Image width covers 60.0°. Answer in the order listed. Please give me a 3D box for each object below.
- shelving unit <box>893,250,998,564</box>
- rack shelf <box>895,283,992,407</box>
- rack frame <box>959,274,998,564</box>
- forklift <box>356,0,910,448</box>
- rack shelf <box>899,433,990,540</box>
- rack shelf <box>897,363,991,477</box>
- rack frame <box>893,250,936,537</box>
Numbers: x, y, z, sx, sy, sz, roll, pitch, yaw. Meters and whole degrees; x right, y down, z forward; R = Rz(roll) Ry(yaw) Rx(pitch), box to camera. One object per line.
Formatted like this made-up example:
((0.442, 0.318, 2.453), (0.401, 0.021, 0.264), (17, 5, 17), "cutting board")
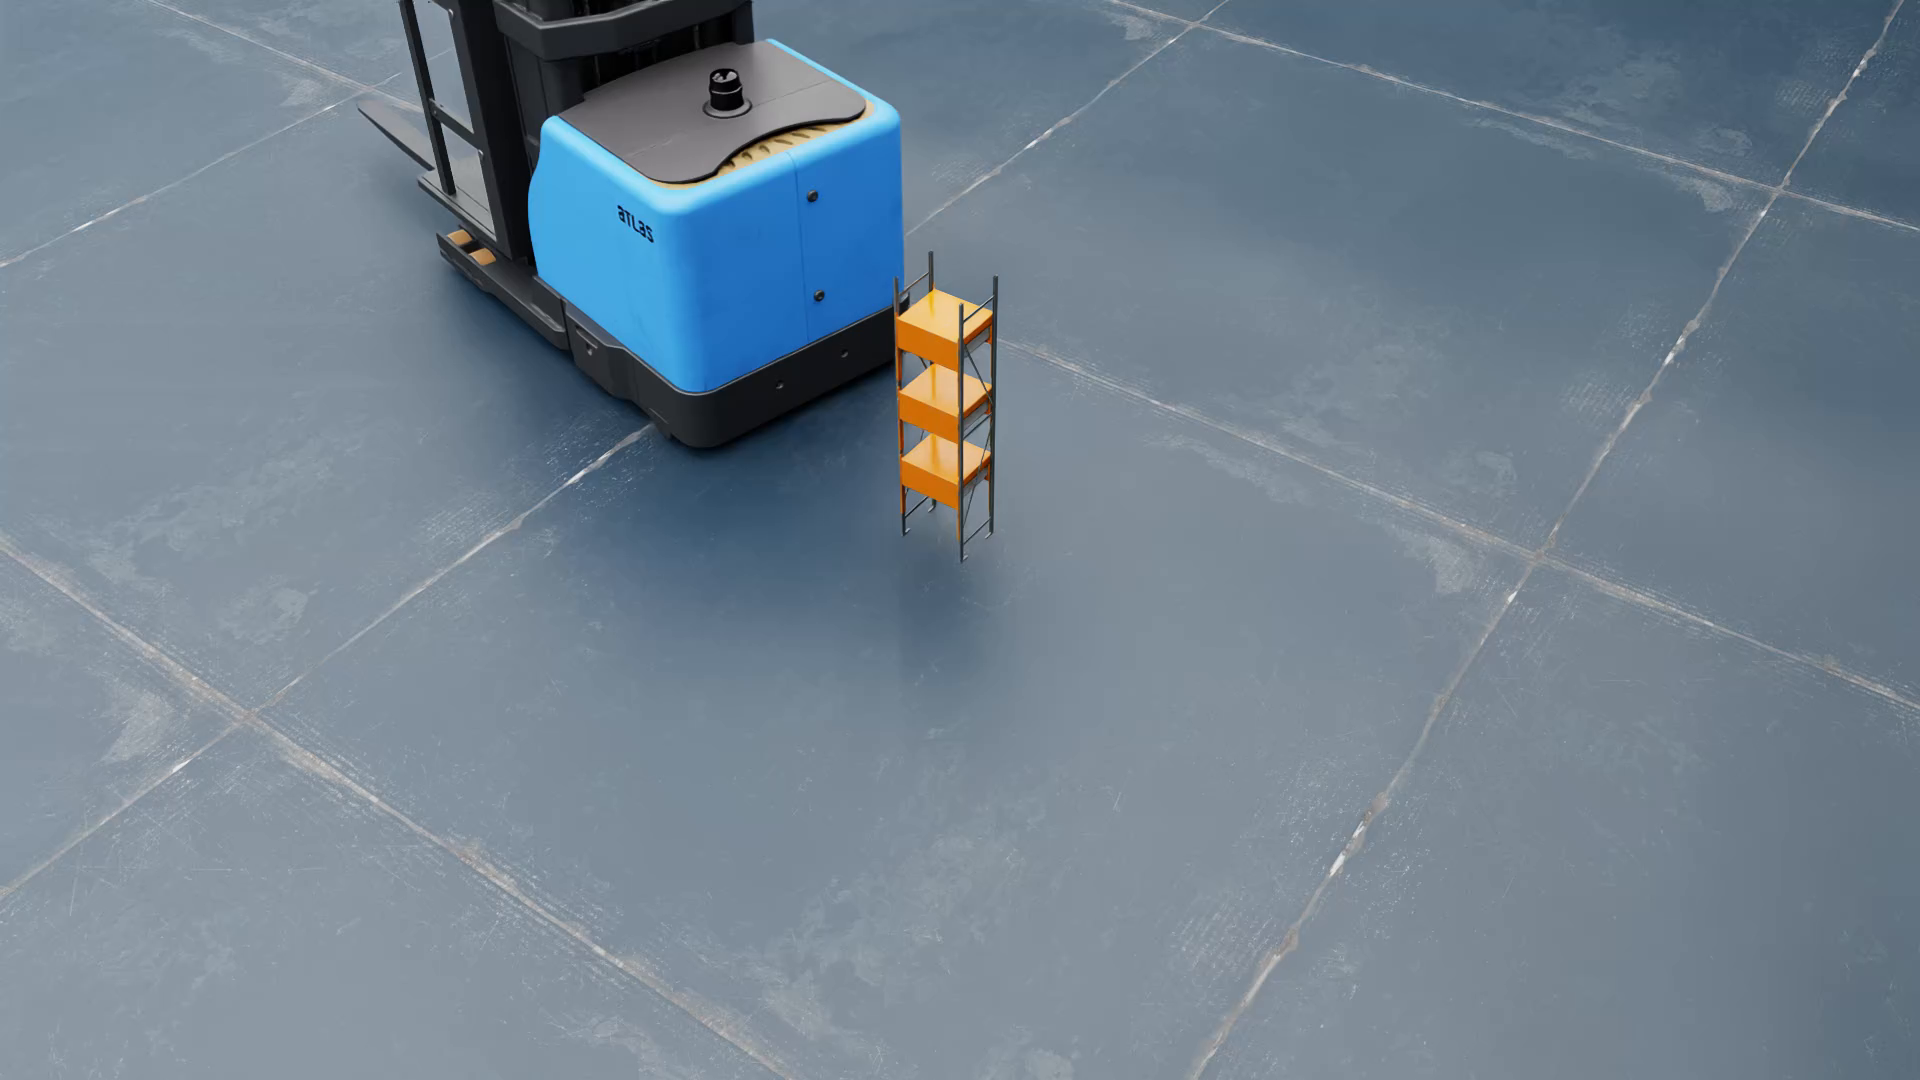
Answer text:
((-0.044, -0.412, 5.423), (0.252, 1.050, 0.215), (25, 48, 25), "shelving unit")
((-0.044, -0.615, 5.241), (0.240, 0.259, 0.215), (25, 48, 25), "rack shelf")
((0.056, -0.365, 5.371), (0.008, 1.050, 0.200), (25, 48, 25), "rack frame")
((-1.541, -2.332, 6.158), (1.130, 2.935, 3.031), (-30, 50, -29), "forklift")
((-0.044, -0.197, 5.615), (0.240, 0.259, 0.215), (25, 48, 25), "rack shelf")
((-0.044, -0.404, 5.430), (0.240, 0.259, 0.215), (25, 48, 25), "rack shelf")
((-0.144, -0.458, 5.475), (0.008, 1.050, 0.200), (25, 48, 25), "rack frame")
